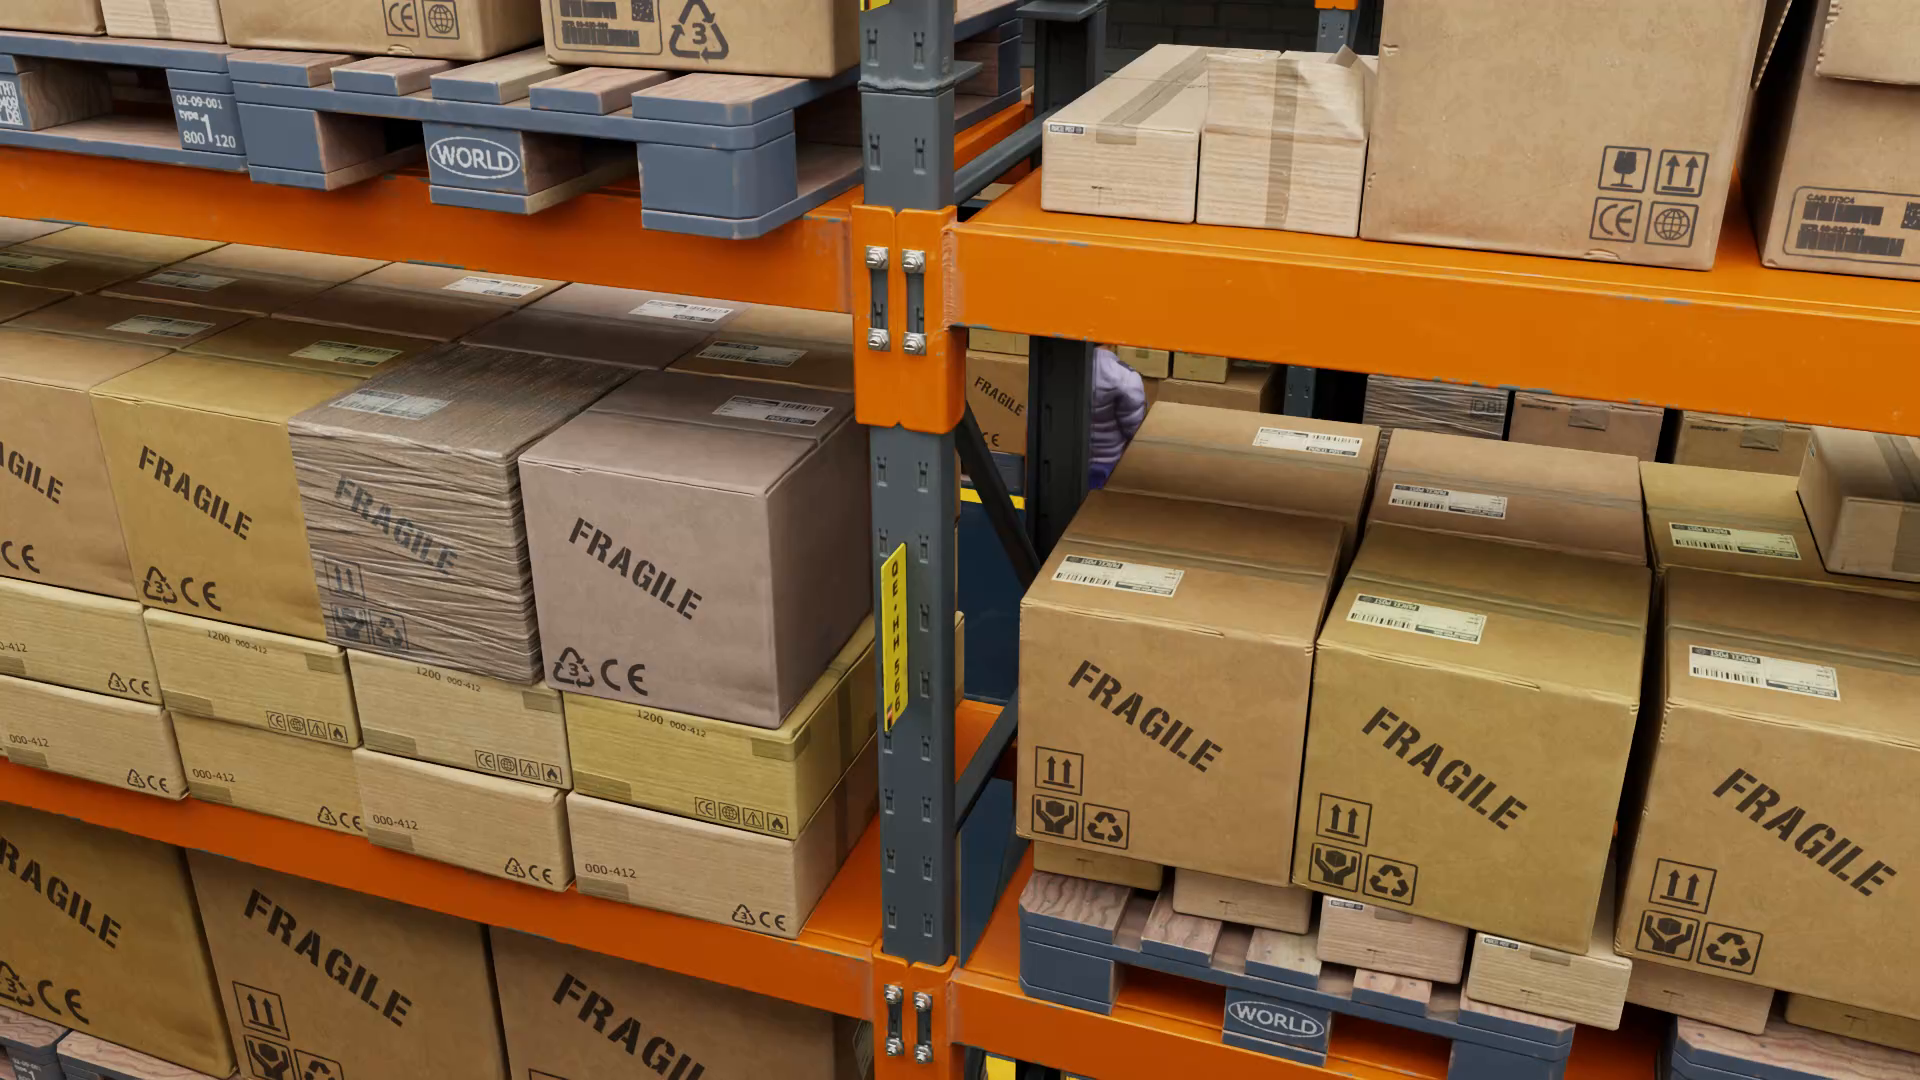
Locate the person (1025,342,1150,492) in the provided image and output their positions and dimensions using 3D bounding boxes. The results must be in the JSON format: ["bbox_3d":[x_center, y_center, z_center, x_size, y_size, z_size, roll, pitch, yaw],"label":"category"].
[{"bbox_3d":[0.569,-0.244,6.706,0.503,1.553,0.938,19,32,34],"label":"person"}]
